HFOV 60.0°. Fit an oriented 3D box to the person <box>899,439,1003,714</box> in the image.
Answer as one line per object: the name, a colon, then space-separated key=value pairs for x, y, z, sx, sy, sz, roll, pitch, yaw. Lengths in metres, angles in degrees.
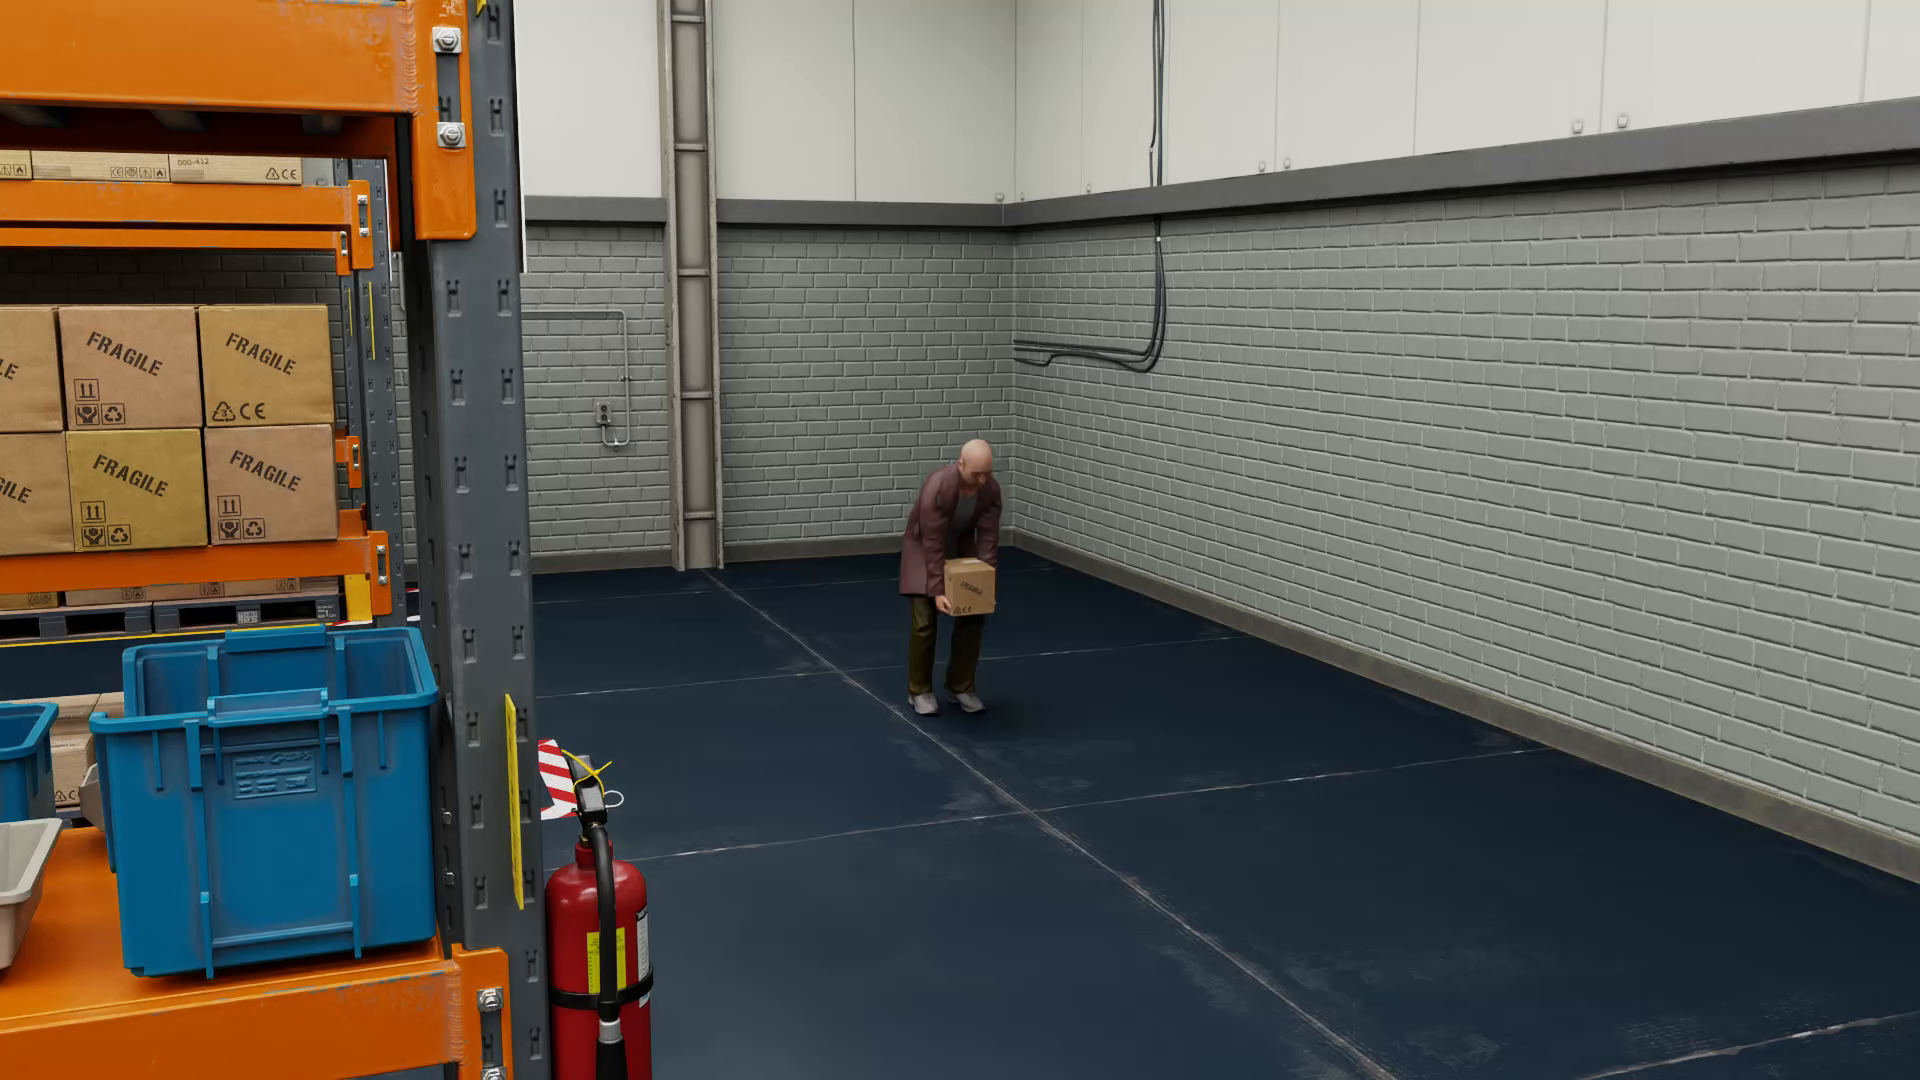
person: x=-0.037 y=0.208 z=9.265 sx=0.539 sy=1.565 sz=0.757 roll=-4 pitch=9 yaw=-22
